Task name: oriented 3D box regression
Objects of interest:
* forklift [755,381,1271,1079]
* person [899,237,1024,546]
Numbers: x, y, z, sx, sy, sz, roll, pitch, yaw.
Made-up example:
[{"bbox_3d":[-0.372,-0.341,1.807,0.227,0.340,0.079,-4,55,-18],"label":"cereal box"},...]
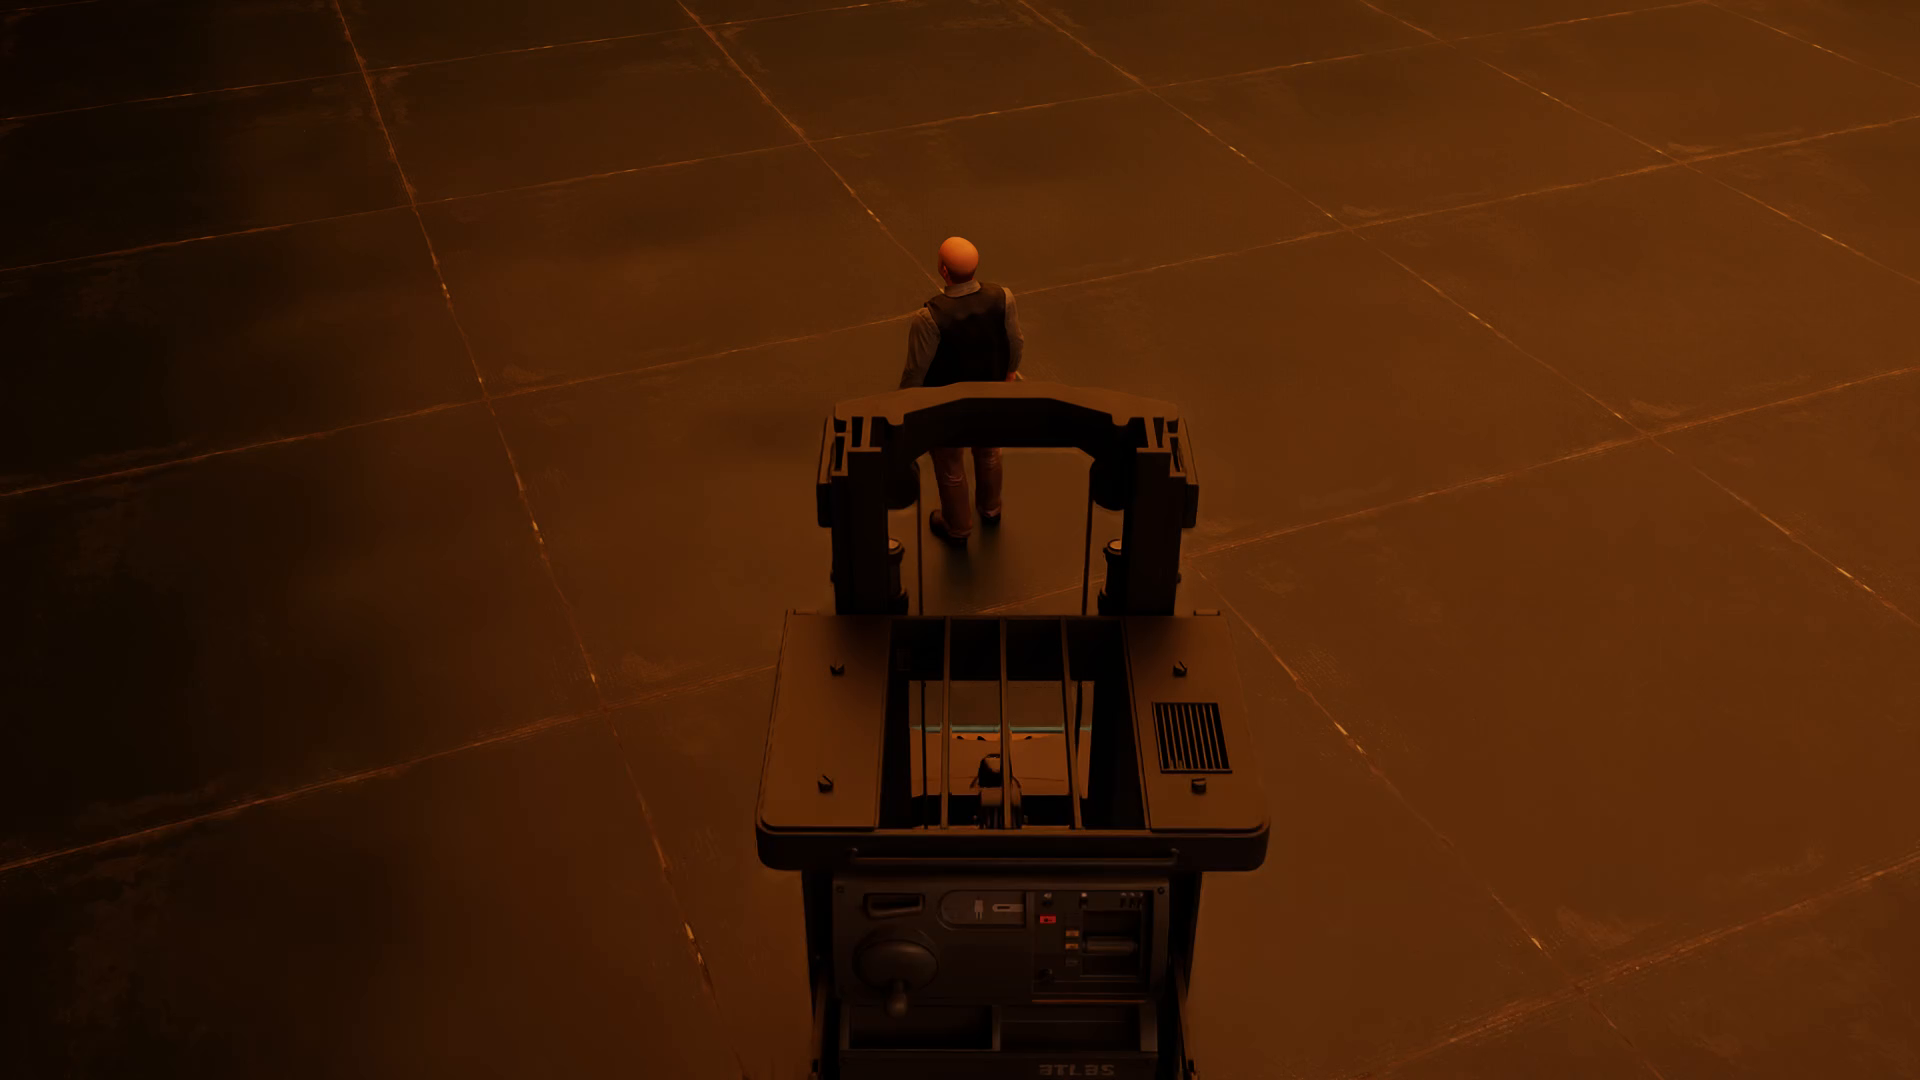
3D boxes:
[{"bbox_3d":[0.113,1.184,4.434,1.130,2.935,3.031,0,35,0],"label":"forklift"},{"bbox_3d":[-0.018,-0.743,8.174,0.633,1.722,0.566,-14,38,-19],"label":"person"}]
